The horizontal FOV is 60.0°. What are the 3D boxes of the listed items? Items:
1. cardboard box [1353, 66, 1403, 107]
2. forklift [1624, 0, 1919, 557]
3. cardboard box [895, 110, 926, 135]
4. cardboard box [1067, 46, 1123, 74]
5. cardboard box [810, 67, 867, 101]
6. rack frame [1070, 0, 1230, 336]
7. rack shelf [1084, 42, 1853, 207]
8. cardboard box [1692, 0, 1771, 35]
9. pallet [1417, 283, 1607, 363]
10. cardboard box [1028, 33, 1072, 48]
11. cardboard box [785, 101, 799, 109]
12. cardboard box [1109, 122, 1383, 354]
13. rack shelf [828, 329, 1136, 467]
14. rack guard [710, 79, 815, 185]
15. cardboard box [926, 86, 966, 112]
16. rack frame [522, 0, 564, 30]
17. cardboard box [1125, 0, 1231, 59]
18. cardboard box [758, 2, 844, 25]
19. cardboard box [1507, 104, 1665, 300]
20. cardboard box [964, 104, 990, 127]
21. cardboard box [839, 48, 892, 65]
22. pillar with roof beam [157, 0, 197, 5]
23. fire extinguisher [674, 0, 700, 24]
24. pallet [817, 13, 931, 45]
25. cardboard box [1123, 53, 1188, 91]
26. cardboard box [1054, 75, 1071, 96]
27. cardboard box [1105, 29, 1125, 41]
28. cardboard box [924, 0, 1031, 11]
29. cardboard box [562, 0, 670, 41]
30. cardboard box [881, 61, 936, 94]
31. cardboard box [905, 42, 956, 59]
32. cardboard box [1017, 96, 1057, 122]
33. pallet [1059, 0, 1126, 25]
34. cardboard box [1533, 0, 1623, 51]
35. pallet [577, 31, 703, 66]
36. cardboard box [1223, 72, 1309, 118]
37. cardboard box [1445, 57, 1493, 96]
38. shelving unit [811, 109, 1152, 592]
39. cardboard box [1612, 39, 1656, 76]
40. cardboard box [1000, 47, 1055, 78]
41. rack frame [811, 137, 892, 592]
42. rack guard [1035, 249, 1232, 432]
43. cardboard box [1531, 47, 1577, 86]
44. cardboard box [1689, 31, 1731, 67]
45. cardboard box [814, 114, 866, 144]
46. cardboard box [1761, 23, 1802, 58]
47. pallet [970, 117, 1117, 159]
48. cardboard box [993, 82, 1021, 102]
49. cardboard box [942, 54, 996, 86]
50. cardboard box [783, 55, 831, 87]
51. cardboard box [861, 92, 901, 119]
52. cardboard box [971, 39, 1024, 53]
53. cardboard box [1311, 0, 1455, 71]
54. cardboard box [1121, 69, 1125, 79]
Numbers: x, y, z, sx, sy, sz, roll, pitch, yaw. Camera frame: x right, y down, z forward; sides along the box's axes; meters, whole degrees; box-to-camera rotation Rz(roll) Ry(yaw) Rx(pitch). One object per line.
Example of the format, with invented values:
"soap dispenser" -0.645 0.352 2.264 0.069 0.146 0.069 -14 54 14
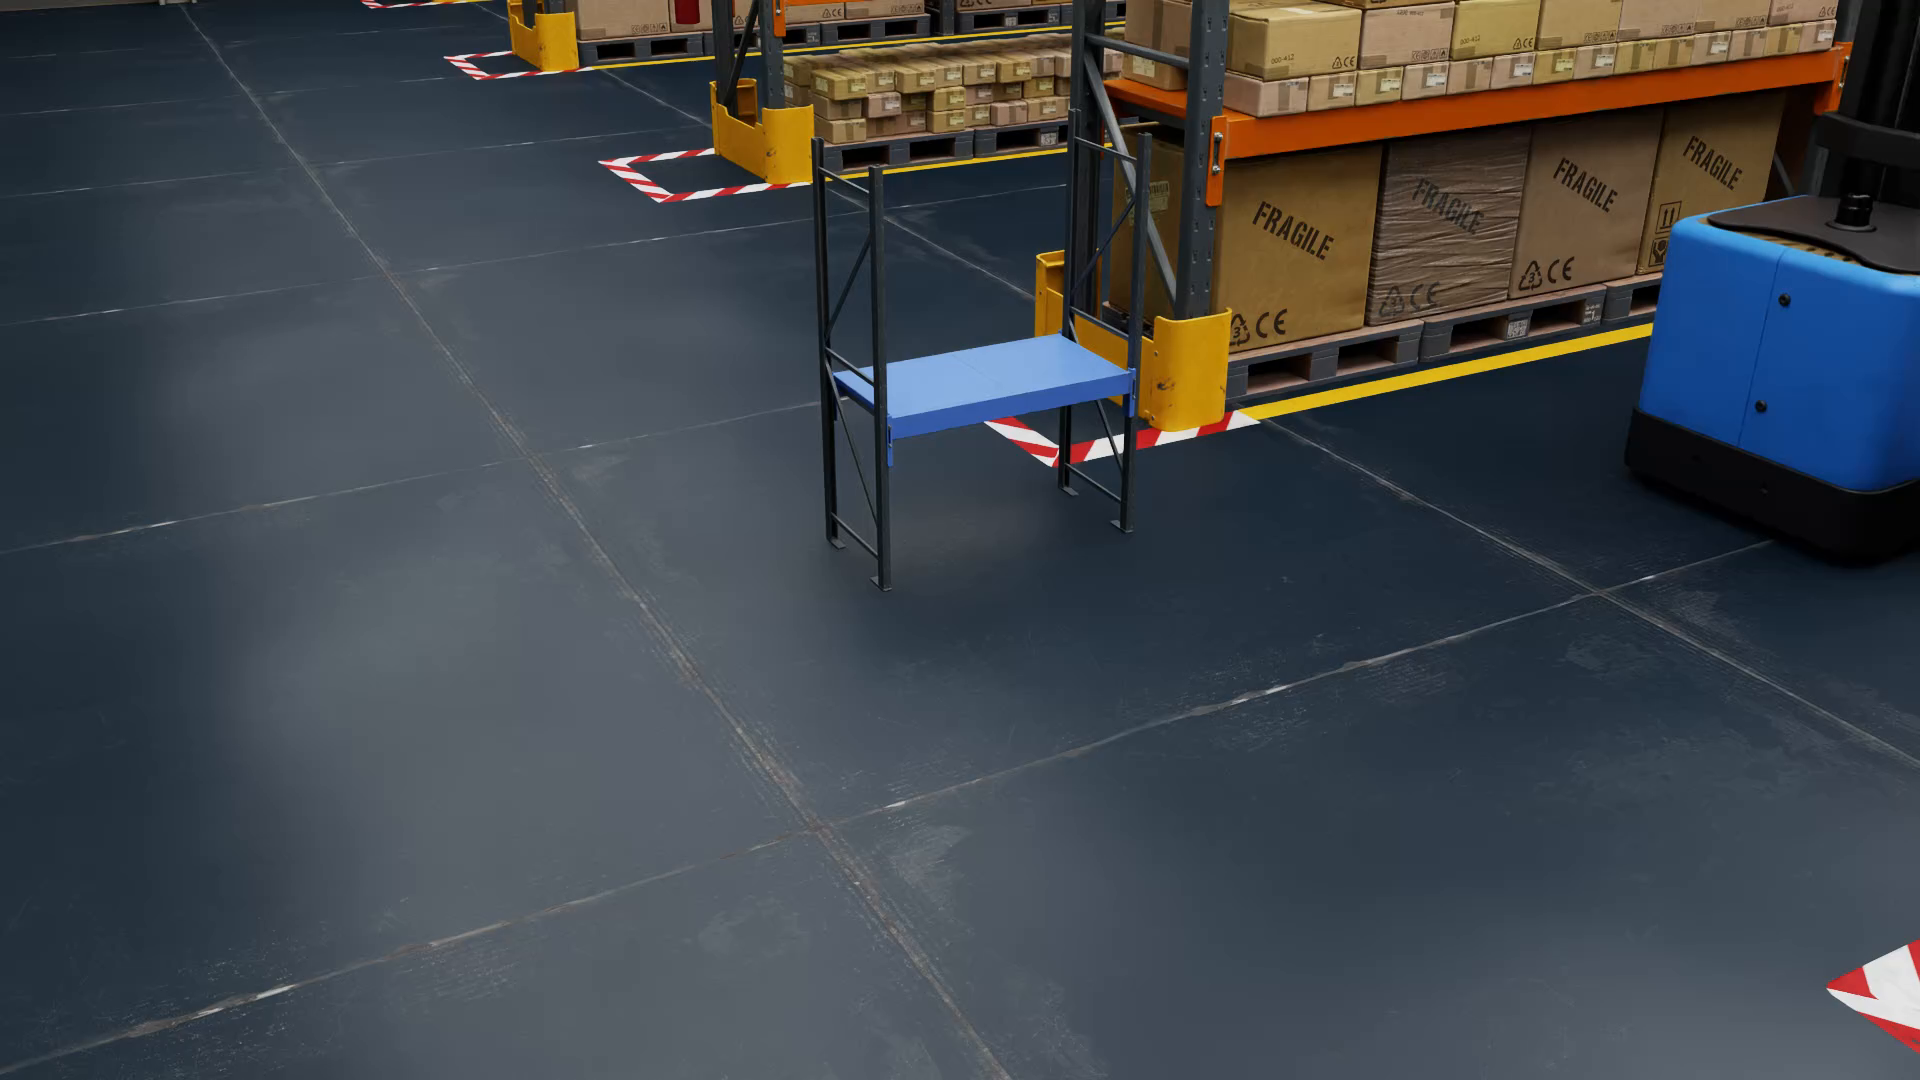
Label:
"cardboard box" 1.707 -2.012 7.266 0.250 0.149 0.380 -14 29 -26
"forklift" 4.223 -1.712 6.430 3.031 2.935 1.130 -14 29 -27
"cardboard box" -0.436 -3.015 11.873 0.250 0.149 0.380 -13 28 -25
"cardboard box" 0.997 -3.570 12.341 0.250 0.149 0.380 -15 29 -28
"cardboard box" -0.835 -3.138 11.442 0.250 0.149 0.380 -14 29 -27
"rack frame" 0.788 -2.074 7.105 0.127 3.000 1.000 -13 29 -25
"rack shelf" 2.552 -2.157 8.109 4.000 0.370 1.077 -13 29 -25
"cardboard box" 3.595 -2.659 8.152 0.500 0.250 0.500 -12 28 -24
"pallet" 2.531 -1.257 8.623 1.213 0.211 1.003 -13 29 -25
"cardboard box" 0.717 -3.799 12.818 0.250 0.149 0.380 -12 28 -24
"cardboard box" -1.091 -3.080 12.008 0.250 0.149 0.380 -12 28 -24
"cardboard box" 1.315 -1.467 7.809 0.875 0.875 0.875 -13 29 -25
"rack shelf" 0.075 -0.531 6.039 1.000 0.185 0.538 -13 29 -25
"rack guard" -1.390 -2.878 11.666 0.348 0.500 1.175 -13 29 -25
"cardboard box" -0.154 -3.165 11.841 0.250 0.149 0.380 -12 28 -24
"rack frame" -3.876 -5.859 14.987 0.127 3.000 1.000 -13 29 -25
"cardboard box" 1.090 -2.341 7.489 0.500 0.250 0.500 -13 29 -26
"cardboard box" -1.740 -5.438 16.587 0.875 0.438 0.875 -14 29 -27
"cardboard box" 2.903 -1.833 8.572 0.875 0.875 0.875 -13 29 -25
"cardboard box" 0.021 -3.114 12.079 0.250 0.149 0.380 -13 29 -25
"cardboard box" -0.692 -3.496 12.188 0.250 0.149 0.380 -14 29 -26
"pillar with roof beam" -6.992 -8.609 13.784 0.400 9.000 9.100 -13 29 -25
"fire extinguisher" -1.897 -3.911 11.450 0.183 0.674 0.296 -13 29 -25
"pallet" -1.054 -5.292 17.027 1.213 0.211 1.003 -13 29 -25
"cardboard box" 0.947 -2.159 7.572 0.250 0.149 0.380 -12 28 -24
"cardboard box" 0.754 -3.415 12.363 0.250 0.149 0.380 -14 29 -28
"cardboard box" 1.200 -3.881 12.989 0.250 0.149 0.380 -13 29 -26
"cardboard box" 0.163 -6.062 17.380 0.875 0.875 0.875 -12 28 -24
"cardboard box" -3.340 -5.066 15.810 0.875 0.438 0.875 -14 29 -27
"cardboard box" -0.366 -3.243 11.660 0.250 0.149 0.380 -13 29 -25
"cardboard box" -0.223 -3.601 12.406 0.250 0.149 0.380 -12 28 -23
"cardboard box" 0.514 -3.198 12.253 0.250 0.149 0.380 -13 29 -25
"pallet" 1.377 -5.853 18.196 1.213 0.211 1.003 -13 29 -25
"cardboard box" 2.697 -2.453 7.723 0.500 0.250 0.500 -14 29 -26
"pallet" -3.207 -4.795 15.992 1.213 0.211 1.003 -13 29 -25
"cardboard box" 1.256 -1.907 7.047 0.250 0.149 0.380 -13 28 -25
"cardboard box" 2.162 -2.117 7.484 0.250 0.149 0.380 -14 29 -26
"shelving unit" 0.075 -0.693 5.962 1.048 1.500 0.538 -13 29 -25
"cardboard box" 3.068 -2.327 7.920 0.250 0.149 0.380 -13 29 -26
"cardboard box" 0.494 -3.502 12.199 0.250 0.149 0.380 -13 29 -25
"rack frame" -0.373 -0.590 5.746 0.032 1.500 0.500 -13 29 -25
"rack guard" 0.766 -0.942 7.635 0.348 0.500 1.175 -13 29 -25
"cardboard box" 2.613 -2.221 7.701 0.250 0.149 0.380 -14 29 -26
"cardboard box" 3.522 -2.431 8.139 0.250 0.149 0.380 -12 28 -24
"cardboard box" -0.844 -2.878 11.586 0.250 0.149 0.380 -12 28 -24
"cardboard box" 3.975 -2.536 8.356 0.250 0.149 0.380 -12 28 -24
"pallet" 0.418 -3.146 12.559 1.213 0.211 1.003 -13 29 -25
"cardboard box" 0.255 -3.326 12.177 0.250 0.149 0.380 -11 28 -22
"cardboard box" 0.063 -3.378 11.941 0.250 0.149 0.380 -12 28 -23
"cardboard box" -1.109 -3.366 11.916 0.250 0.149 0.380 -13 28 -25
"cardboard box" -0.606 -3.070 11.644 0.250 0.149 0.380 -13 29 -25
"cardboard box" 0.280 -3.676 12.563 0.250 0.149 0.380 -13 28 -25
"cardboard box" 1.794 -2.244 7.287 0.500 0.250 0.500 -13 29 -26
"cardboard box" 1.215 -3.522 12.584 0.250 0.149 0.380 -13 28 -25
